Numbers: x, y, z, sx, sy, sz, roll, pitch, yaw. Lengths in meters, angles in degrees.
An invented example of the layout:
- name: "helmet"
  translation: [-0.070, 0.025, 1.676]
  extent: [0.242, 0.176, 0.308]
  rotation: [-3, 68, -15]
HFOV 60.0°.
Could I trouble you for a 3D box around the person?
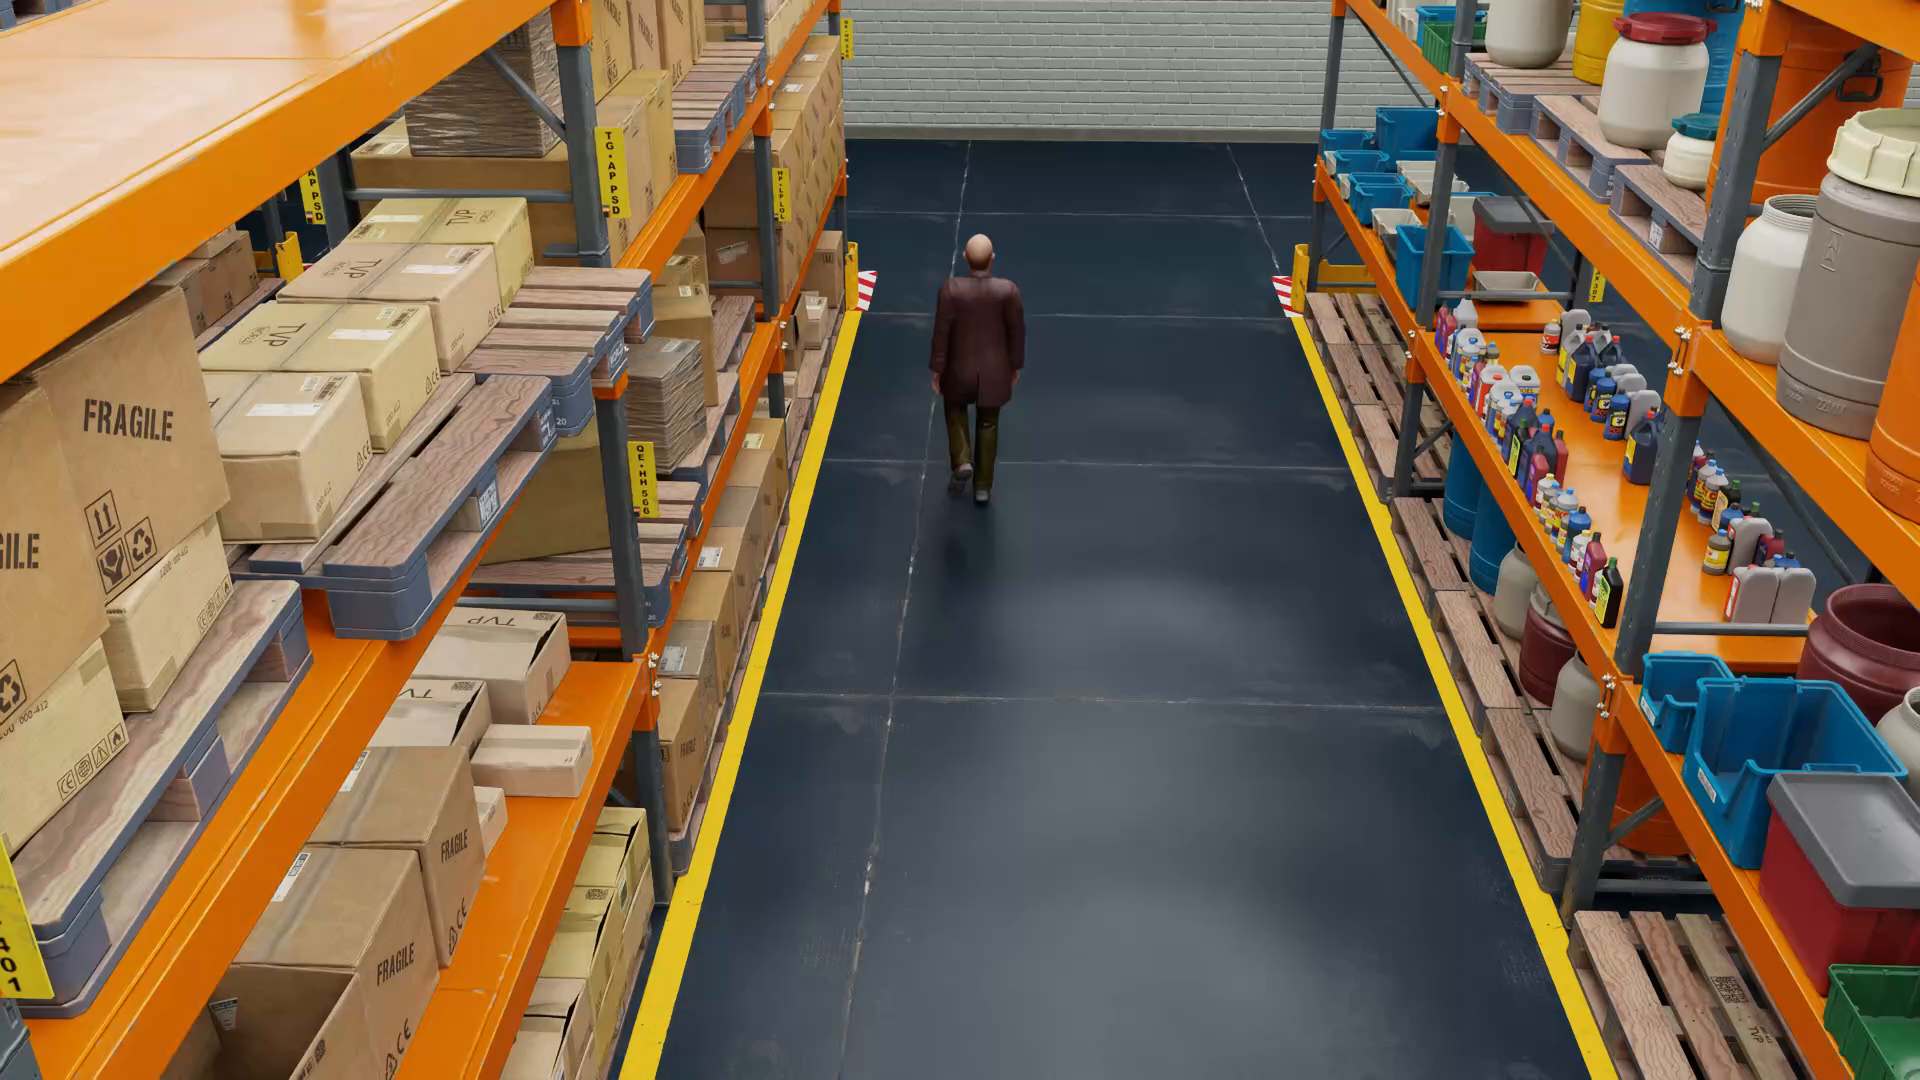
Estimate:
- name: "person"
  translation: [0.110, -1.115, 10.724]
  extent: [0.616, 1.798, 0.476]
  rotation: [0, 28, 1]
